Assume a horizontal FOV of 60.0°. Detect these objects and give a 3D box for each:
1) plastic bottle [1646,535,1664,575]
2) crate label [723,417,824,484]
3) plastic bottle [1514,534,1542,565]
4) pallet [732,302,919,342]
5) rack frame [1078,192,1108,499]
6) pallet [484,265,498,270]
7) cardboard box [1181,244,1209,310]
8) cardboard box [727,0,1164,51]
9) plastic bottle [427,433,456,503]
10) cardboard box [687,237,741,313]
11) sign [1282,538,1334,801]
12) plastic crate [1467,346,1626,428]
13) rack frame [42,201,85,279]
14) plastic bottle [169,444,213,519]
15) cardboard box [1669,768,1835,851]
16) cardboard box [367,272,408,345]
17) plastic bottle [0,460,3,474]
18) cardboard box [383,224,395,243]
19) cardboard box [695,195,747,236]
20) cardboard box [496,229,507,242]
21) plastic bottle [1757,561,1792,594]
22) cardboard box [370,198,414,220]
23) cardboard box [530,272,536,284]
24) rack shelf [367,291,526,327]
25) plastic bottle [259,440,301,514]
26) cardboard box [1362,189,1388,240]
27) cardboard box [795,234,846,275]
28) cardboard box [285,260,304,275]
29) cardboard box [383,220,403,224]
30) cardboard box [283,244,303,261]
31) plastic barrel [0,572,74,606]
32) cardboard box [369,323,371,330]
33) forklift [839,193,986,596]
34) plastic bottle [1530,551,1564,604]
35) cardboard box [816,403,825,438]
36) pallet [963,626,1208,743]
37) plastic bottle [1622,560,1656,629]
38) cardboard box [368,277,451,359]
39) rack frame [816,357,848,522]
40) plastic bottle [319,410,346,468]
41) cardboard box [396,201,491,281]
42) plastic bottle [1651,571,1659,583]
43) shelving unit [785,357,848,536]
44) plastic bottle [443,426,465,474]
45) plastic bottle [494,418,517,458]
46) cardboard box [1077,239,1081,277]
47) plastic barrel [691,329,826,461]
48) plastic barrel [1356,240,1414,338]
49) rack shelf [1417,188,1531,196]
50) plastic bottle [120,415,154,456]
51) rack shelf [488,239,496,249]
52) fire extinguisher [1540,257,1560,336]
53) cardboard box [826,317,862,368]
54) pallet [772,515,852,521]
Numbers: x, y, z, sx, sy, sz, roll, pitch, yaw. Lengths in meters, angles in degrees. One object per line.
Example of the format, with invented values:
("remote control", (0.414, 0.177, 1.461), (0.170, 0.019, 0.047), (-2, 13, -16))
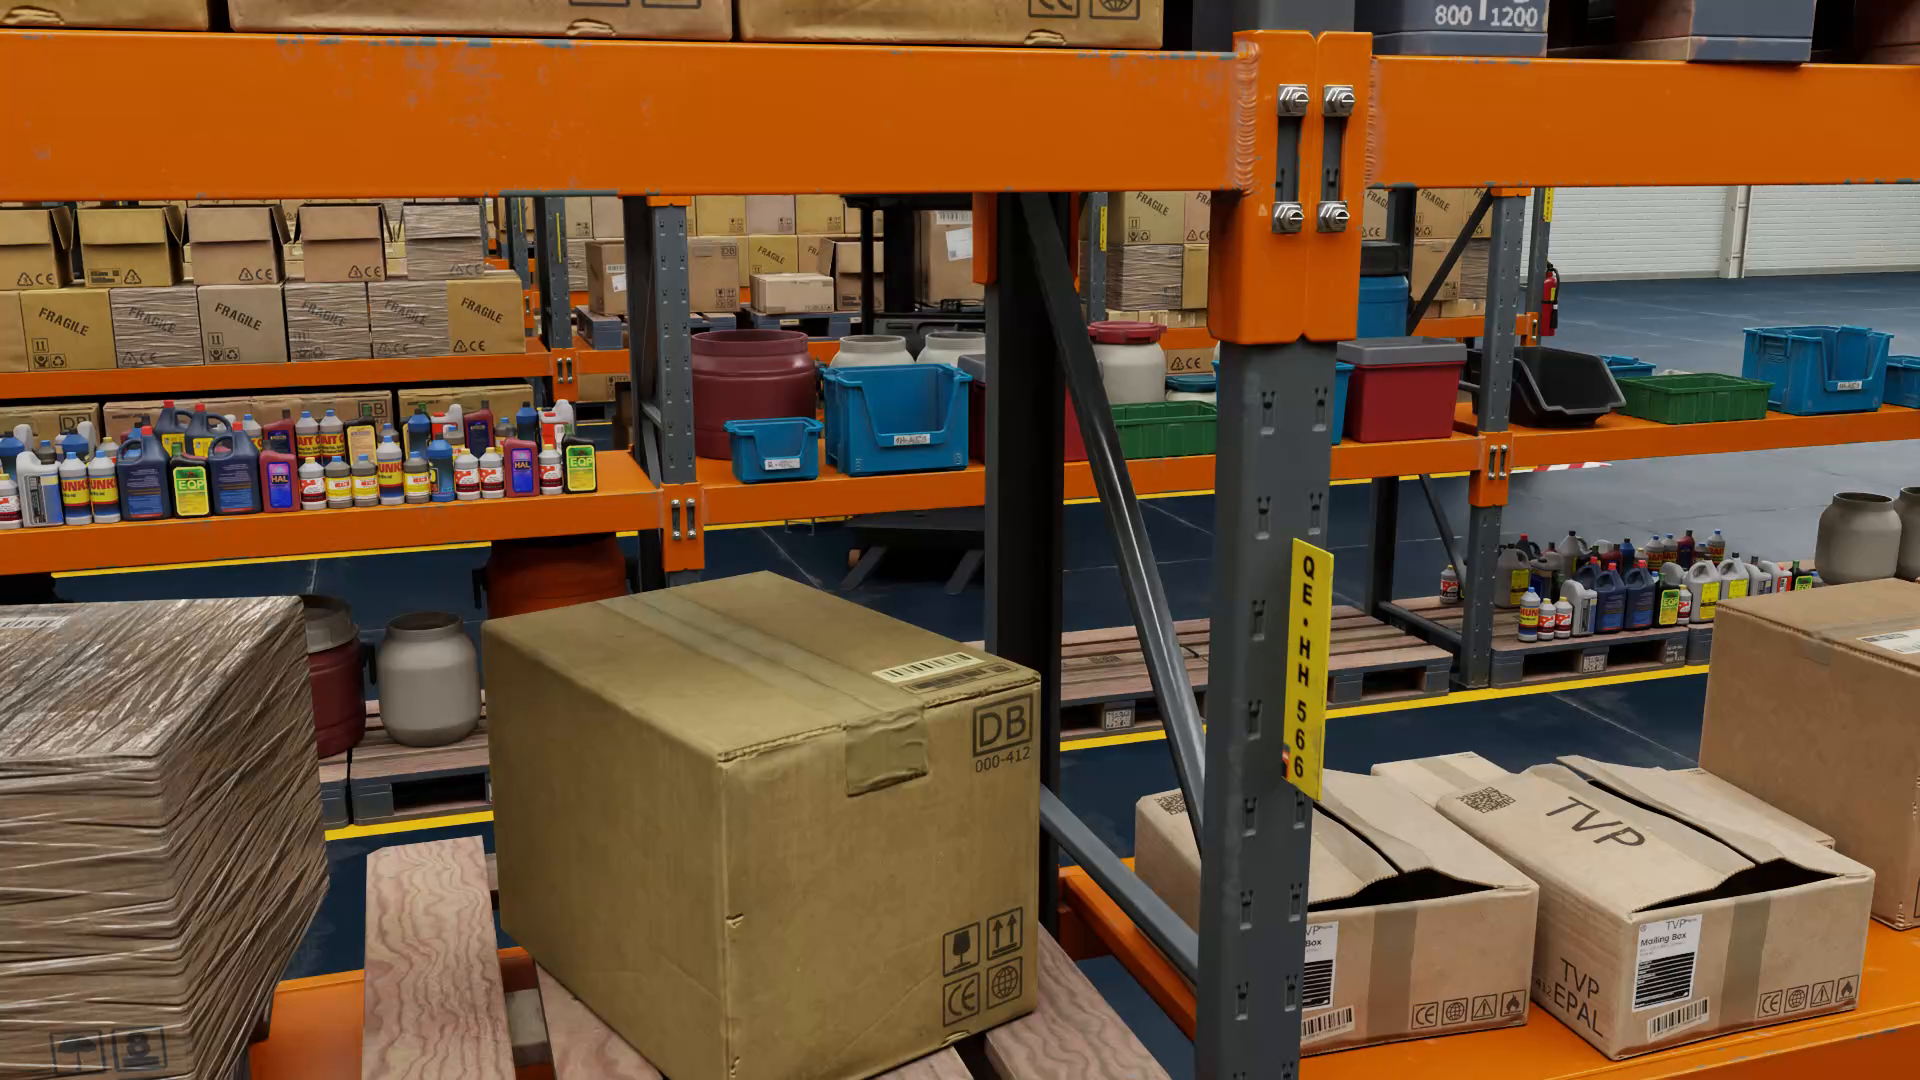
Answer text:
("plastic bottle", (4.030, 0.106, 9.658), (0.097, 0.271, 0.097), (0, 13, 0))
("crate label", (-0.796, -0.382, 7.128), (0.416, 0.233, 0.303), (-4, 14, -18))
("plastic bottle", (3.176, 0.140, 9.346), (0.185, 0.351, 0.144), (-5, 14, -21))
("pallet", (-1.032, -1.663, 12.565), (1.213, 0.211, 1.003), (-4, 14, -18))
("rack frame", (0.896, -1.896, 13.132), (0.127, 3.000, 1.000), (-4, 14, -18))
("pallet", (-5.022, -2.527, 16.198), (1.003, 0.211, 1.213), (-4, 14, -18))
("cardboard box", (1.828, -2.138, 13.291), (0.500, 0.500, 0.875), (-4, 14, -18))
("cardboard box", (-0.141, -0.896, 2.230), (0.500, 0.500, 0.910), (-4, 14, -18))
("plastic bottle", (-2.081, -0.293, 6.669), (0.097, 0.271, 0.097), (0, 13, 0))
("cardboard box", (-1.898, -1.966, 12.300), (0.500, 0.500, 0.700), (-2, 14, -10))
("sign", (0.443, 0.166, 2.133), (0.005, 0.325, 0.100), (-4, 14, -18))
("plastic crate", (3.013, -0.790, 8.617), (0.504, 0.338, 0.767), (-4, 14, -18))
("rack frame", (-8.172, -2.401, 15.254), (0.127, 3.000, 1.000), (-4, 14, -18))
("plastic bottle", (-2.947, -0.227, 6.365), (0.133, 0.283, 0.061), (-4, 14, -18))
("cardboard box", (1.452, 0.588, 3.232), (0.250, 0.149, 0.380), (-3, 14, -14))
("cardboard box", (-3.930, -1.635, 11.817), (0.500, 0.500, 0.500), (-5, 14, -20))
("plastic bottle", (-3.717, -0.211, 6.317), (0.135, 0.276, 0.152), (-4, 14, -18))
("cardboard box", (-5.438, -2.873, 15.589), (0.250, 0.149, 0.380), (-4, 14, -16))
("cardboard box", (-2.503, -3.376, 16.976), (0.500, 0.500, 0.700), (-5, 14, -19))
("cardboard box", (-5.688, -3.840, 20.938), (0.250, 0.149, 0.380), (-5, 14, -21))
("plastic bottle", (4.419, 0.250, 9.043), (0.135, 0.276, 0.152), (-4, 14, -18))
("cardboard box", (-6.946, -4.174, 20.333), (0.500, 0.500, 0.500), (-4, 14, -17))
("cardboard box", (-6.430, -4.005, 26.221), (0.625, 0.625, 0.875), (-4, 14, -16))
("rack shelf", (-6.276, -2.199, 15.958), (4.000, 0.370, 1.077), (-4, 14, -18))
("plastic bottle", (-2.646, -0.250, 6.464), (0.133, 0.283, 0.061), (-4, 14, -18))
("cardboard box", (3.298, -2.702, 13.499), (0.500, 0.500, 0.500), (-4, 14, -18))
("cardboard box", (-1.478, -2.906, 17.160), (0.500, 0.500, 0.500), (-5, 14, -19))
("cardboard box", (-6.176, -2.527, 15.418), (0.250, 0.149, 0.380), (-5, 14, -21))
("cardboard box", (-6.918, -3.814, 20.441), (0.500, 0.250, 0.500), (-5, 14, -20))
("cardboard box", (-6.170, -2.672, 15.386), (0.250, 0.149, 0.380), (-5, 14, -19))
("plastic barrel", (-3.914, 0.509, 6.650), (0.708, 0.901, 0.600), (-4, 14, -18))
("cardboard box", (-5.592, -2.014, 16.501), (0.500, 0.250, 0.500), (-5, 14, -19))
("forklift", (-0.134, -1.259, 10.602), (1.130, 2.935, 3.031), (2, 14, 8))
("plastic bottle", (3.248, 0.207, 9.226), (0.135, 0.276, 0.152), (-4, 14, -18))
("cardboard box", (-1.209, -0.740, 12.722), (0.500, 0.500, 0.700), (-3, 14, -13))
("pallet", (0.586, 0.704, 8.226), (1.213, 0.211, 1.003), (-4, 14, -18))
("plastic bottle", (3.552, 0.282, 8.747), (0.185, 0.351, 0.144), (-5, 14, -20))
("cardboard box", (-3.758, -1.523, 11.348), (0.500, 0.500, 0.500), (-5, 14, -19))
("rack frame", (-0.932, -0.729, 12.112), (0.240, 1.200, 0.015), (6, 15, 24))
("plastic bottle", (-2.730, -0.427, 7.235), (0.097, 0.271, 0.097), (0, 13, 0))
("cardboard box", (-3.593, -2.087, 11.551), (0.637, 0.503, 0.797), (-4, 14, -16))
("plastic bottle", (3.680, 0.302, 8.836), (0.097, 0.271, 0.097), (0, 13, 0))
("shelving unit", (-1.035, -0.677, 11.897), (0.258, 1.200, 0.503), (6, 15, 24))
("plastic bottle", (-2.209, -0.397, 7.258), (0.097, 0.201, 0.097), (0, 13, 0))
("plastic bottle", (-2.039, -0.447, 7.470), (0.097, 0.201, 0.097), (0, 13, 0))
("cardboard box", (1.290, -3.215, 18.352), (0.500, 0.550, 0.875), (-4, 14, -18))
("plastic barrel", (-0.972, -0.681, 7.731), (0.708, 0.536, 0.600), (-4, 14, -18))
("plastic barrel", (2.013, -1.092, 8.666), (0.708, 0.901, 0.600), (-4, 14, -18))
("rack shelf", (4.372, -2.067, 8.922), (4.000, 0.370, 1.077), (-4, 14, -18))
("plastic bottle", (-3.459, -0.381, 7.014), (0.133, 0.283, 0.061), (-4, 14, -18))
("rack shelf", (-5.746, -4.660, 26.308), (4.000, 0.370, 1.077), (-4, 14, -18))
("fire extinguisher", (4.943, -2.061, 13.993), (0.183, 0.674, 0.296), (-4, 14, -18))
("cardboard box", (-1.149, -2.036, 17.673), (0.750, 0.750, 1.050), (-5, 14, -18))
("pallet", (-0.999, -0.391, 12.829), (1.213, 0.211, 1.003), (-4, 14, -18))
